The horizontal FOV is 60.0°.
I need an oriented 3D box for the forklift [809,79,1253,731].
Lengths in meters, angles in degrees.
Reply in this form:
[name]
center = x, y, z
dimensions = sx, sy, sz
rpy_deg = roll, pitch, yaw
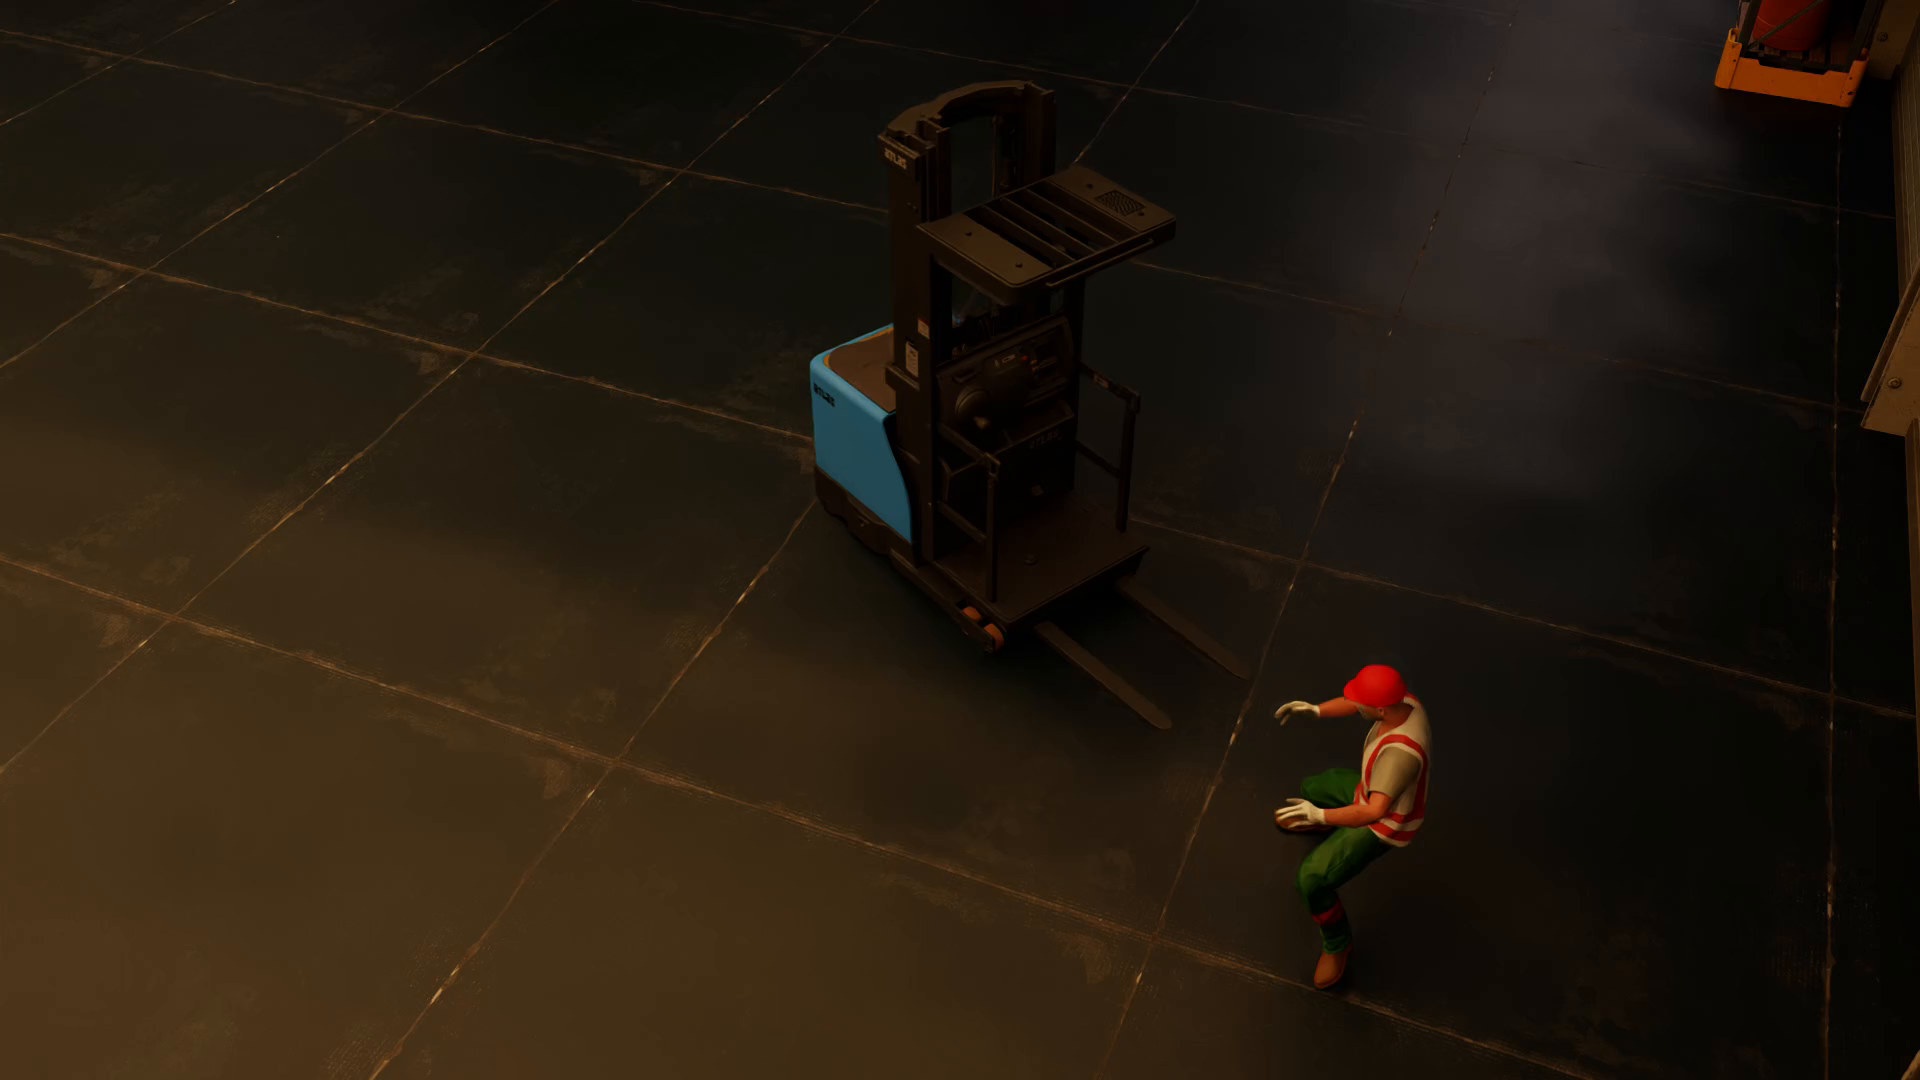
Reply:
[forklift]
center = 0.394, -0.842, 9.012
dimensions = 1.130, 2.935, 3.031
rpy_deg = -27, 47, -29

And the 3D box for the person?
[person]
center = 1.764, 1.184, 7.677
dimensions = 0.738, 1.544, 1.103
rpy_deg = 11, 41, 12
